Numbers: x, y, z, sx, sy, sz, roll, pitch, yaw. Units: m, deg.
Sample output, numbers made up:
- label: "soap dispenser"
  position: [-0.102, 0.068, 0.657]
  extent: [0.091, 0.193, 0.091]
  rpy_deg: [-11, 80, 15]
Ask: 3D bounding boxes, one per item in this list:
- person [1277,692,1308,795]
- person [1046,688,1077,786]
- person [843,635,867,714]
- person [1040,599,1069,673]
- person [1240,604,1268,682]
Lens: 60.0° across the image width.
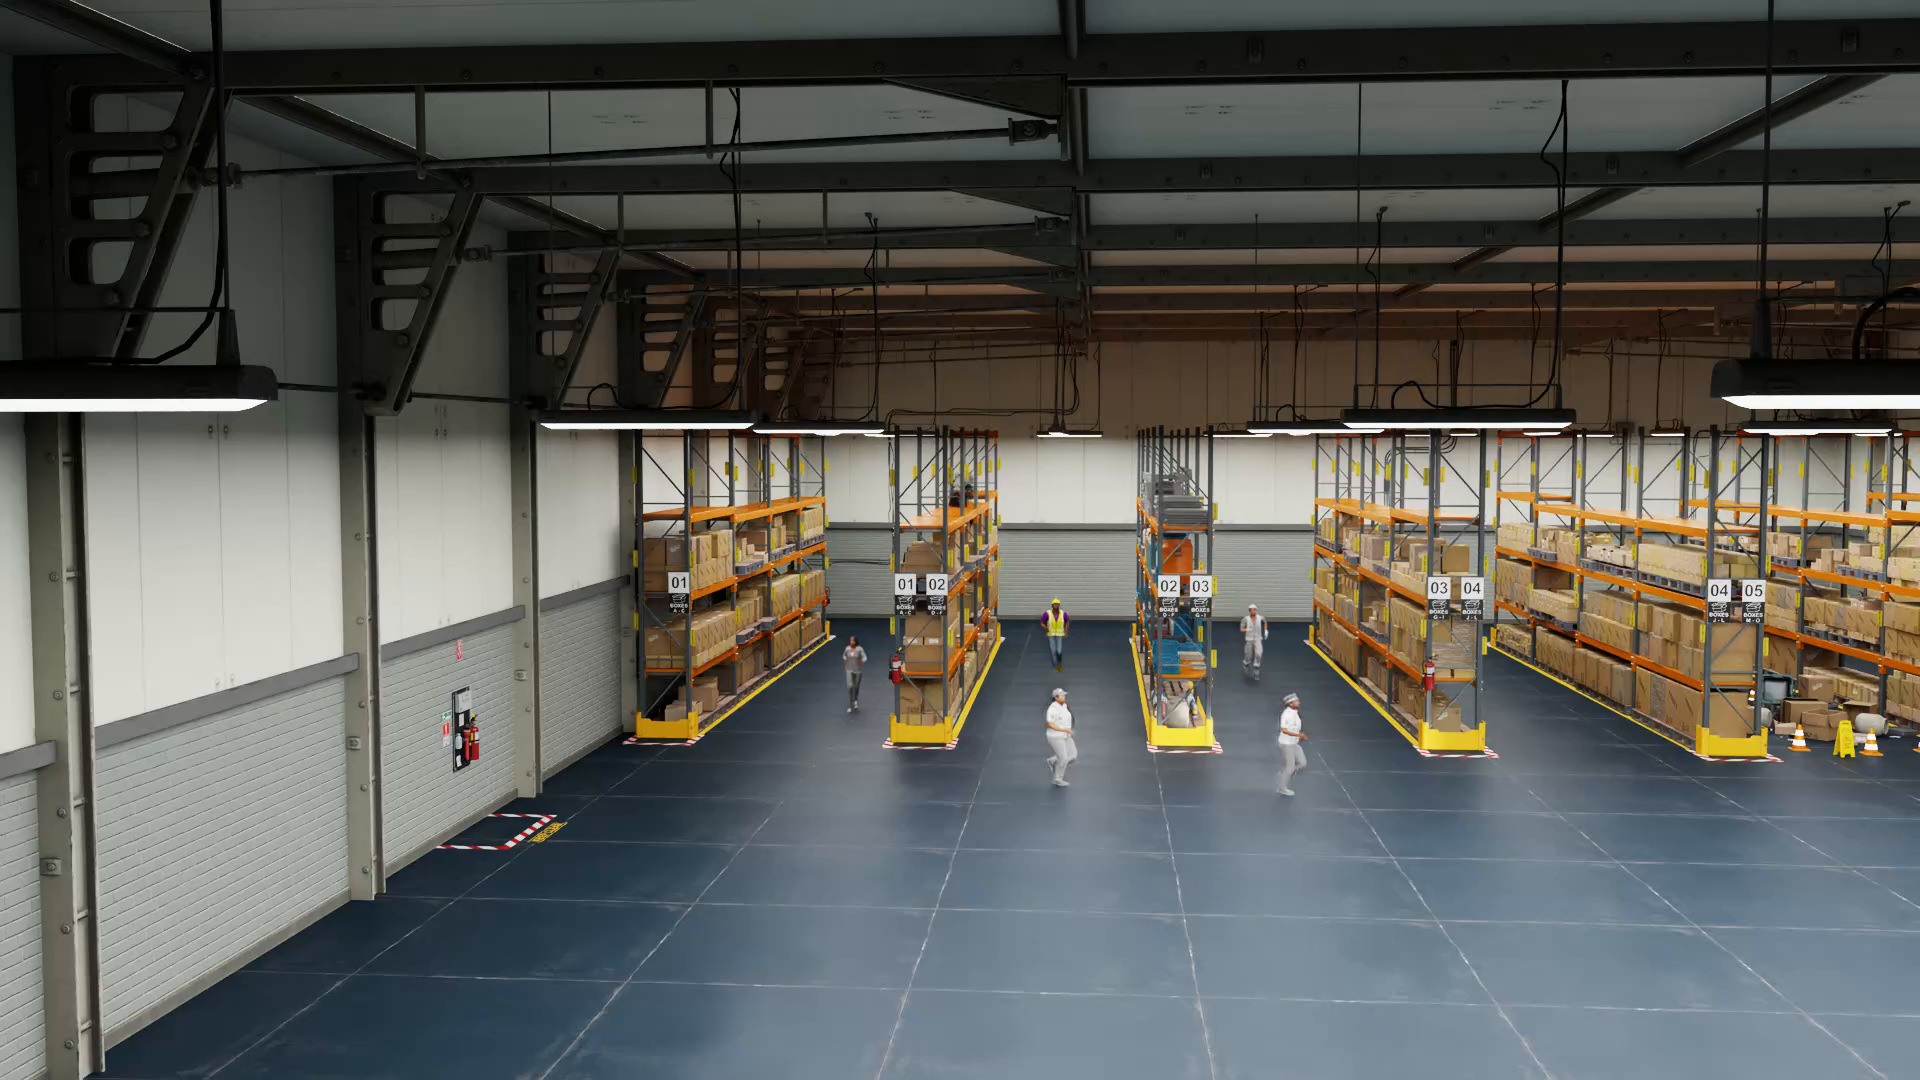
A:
- label: "person"
  position: [5.370, 3.285, 26.771]
  extent: [0.546, 1.655, 0.559]
  rpy_deg: [2, 4, 29]
- label: "person"
  position: [1.653, 3.259, 27.549]
  extent: [0.561, 1.614, 0.609]
  rpy_deg: [2, 4, 35]
- label: "person"
  position: [-2.215, 2.827, 35.065]
  extent: [0.529, 1.649, 0.716]
  rpy_deg: [0, 3, 2]
- label: "person"
  position: [2.211, 2.243, 38.621]
  extent: [0.678, 1.746, 0.561]
  rpy_deg: [0, 3, -1]
- label: "person"
  position: [7.013, 2.441, 39.745]
  extent: [0.673, 1.829, 0.925]
  rpy_deg: [0, 3, 4]
